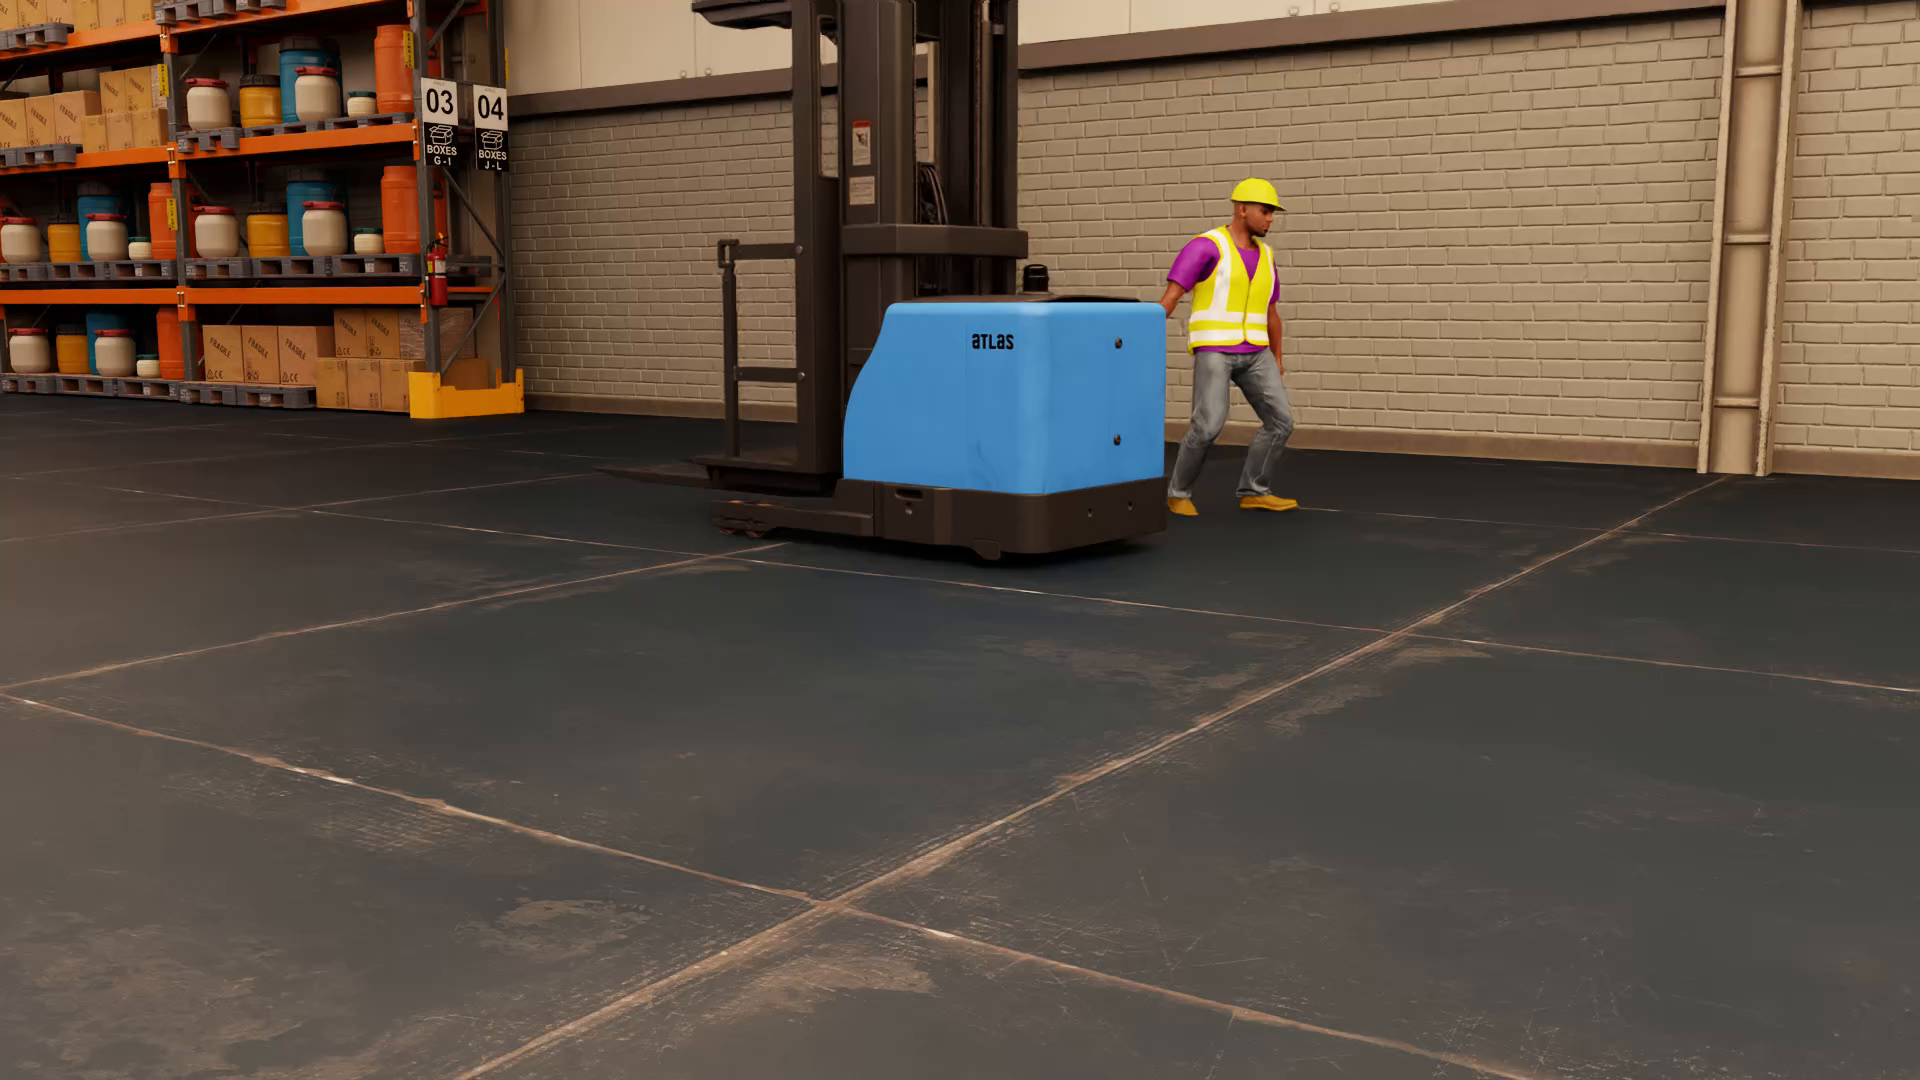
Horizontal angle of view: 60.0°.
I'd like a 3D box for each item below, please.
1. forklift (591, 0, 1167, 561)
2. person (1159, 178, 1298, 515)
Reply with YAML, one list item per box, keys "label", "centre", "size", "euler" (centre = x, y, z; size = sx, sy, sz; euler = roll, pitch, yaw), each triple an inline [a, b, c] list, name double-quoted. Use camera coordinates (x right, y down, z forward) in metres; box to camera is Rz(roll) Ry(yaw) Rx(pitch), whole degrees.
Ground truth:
- label: "forklift"
  centre: [-0.541, -1.509, 7.802]
  size: [3.031, 2.935, 1.130]
  euler: [7, 10, 39]
- label: "person"
  centre: [1.313, -0.960, 8.483]
  size: [0.888, 1.734, 0.497]
  euler: [-4, 9, -24]
